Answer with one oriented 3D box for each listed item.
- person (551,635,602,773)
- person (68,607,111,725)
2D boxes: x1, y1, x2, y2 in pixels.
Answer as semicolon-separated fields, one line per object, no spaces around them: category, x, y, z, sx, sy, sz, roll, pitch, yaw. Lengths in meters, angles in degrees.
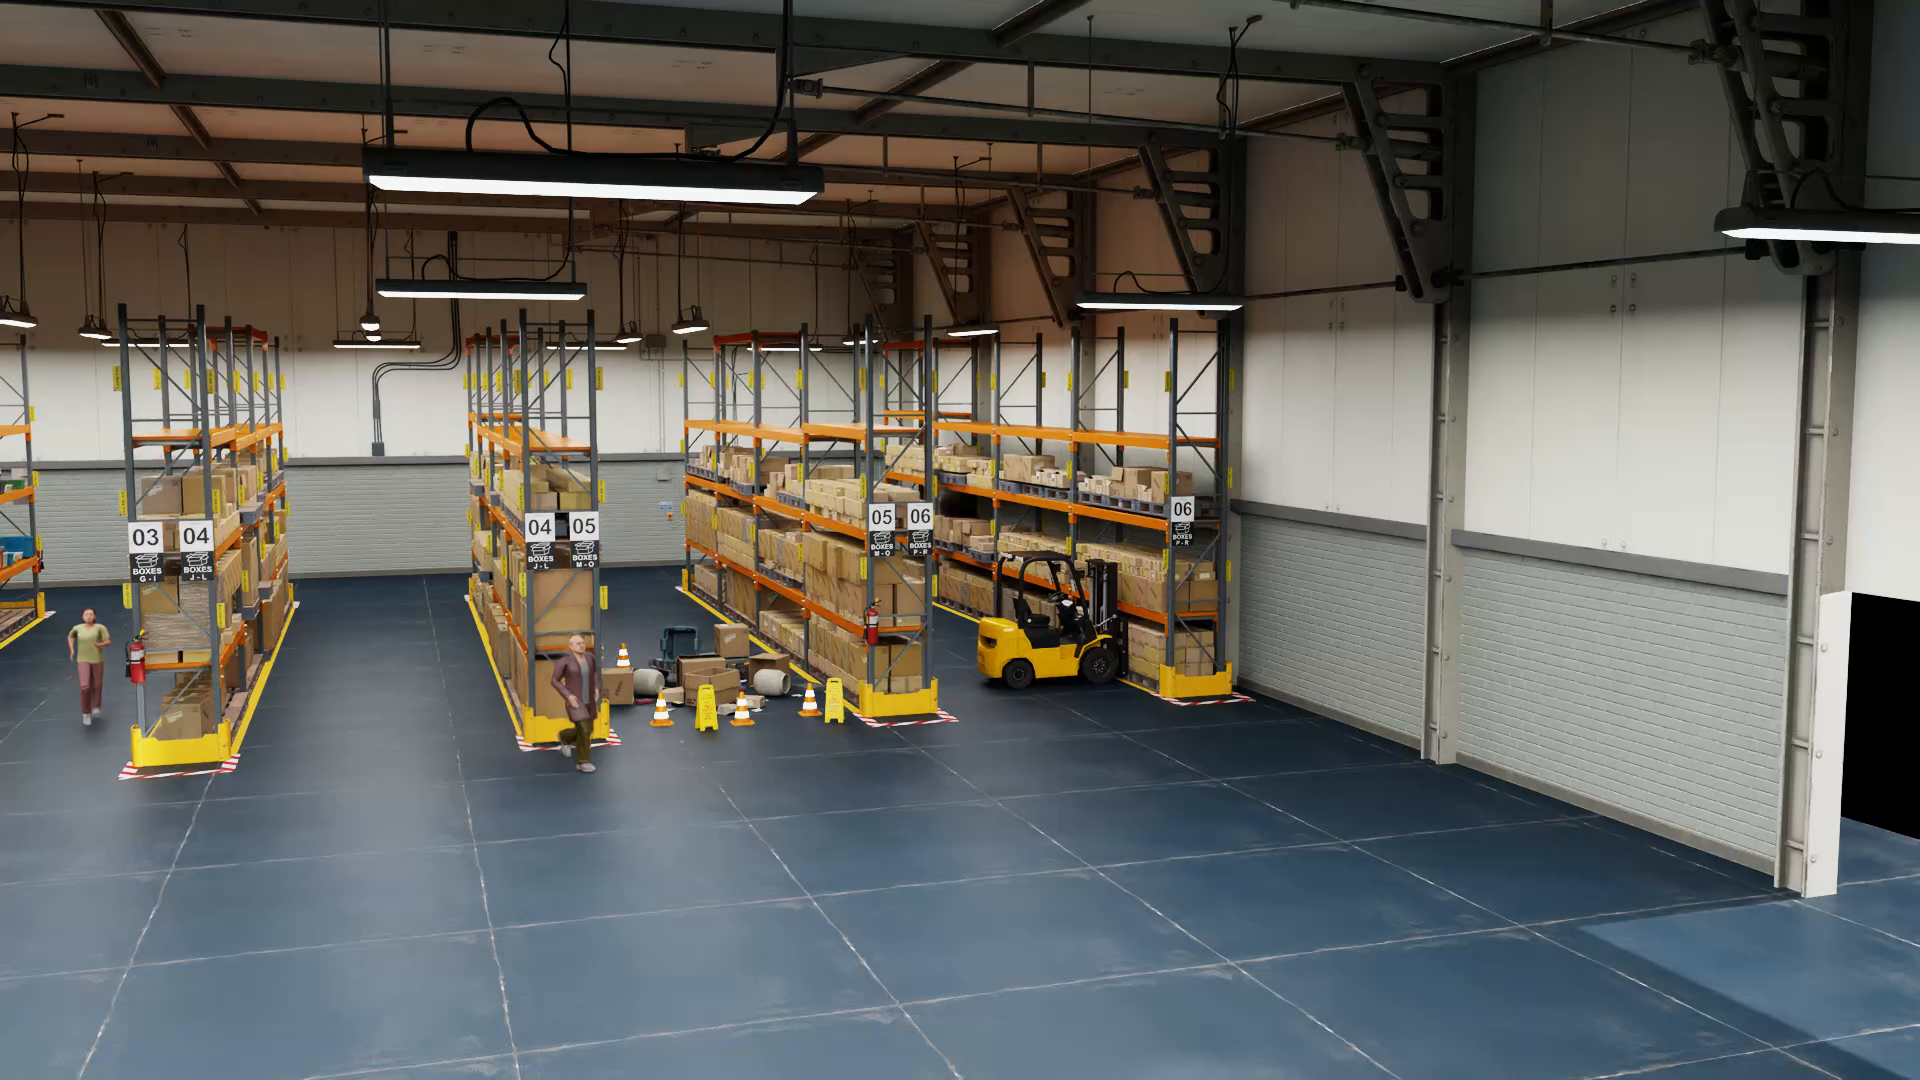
person;-4.979;2.090;21.504;0.797;1.758;0.713;5;7;41
person;-12.858;1.838;24.596;0.545;1.724;0.739;-3;6;-30
